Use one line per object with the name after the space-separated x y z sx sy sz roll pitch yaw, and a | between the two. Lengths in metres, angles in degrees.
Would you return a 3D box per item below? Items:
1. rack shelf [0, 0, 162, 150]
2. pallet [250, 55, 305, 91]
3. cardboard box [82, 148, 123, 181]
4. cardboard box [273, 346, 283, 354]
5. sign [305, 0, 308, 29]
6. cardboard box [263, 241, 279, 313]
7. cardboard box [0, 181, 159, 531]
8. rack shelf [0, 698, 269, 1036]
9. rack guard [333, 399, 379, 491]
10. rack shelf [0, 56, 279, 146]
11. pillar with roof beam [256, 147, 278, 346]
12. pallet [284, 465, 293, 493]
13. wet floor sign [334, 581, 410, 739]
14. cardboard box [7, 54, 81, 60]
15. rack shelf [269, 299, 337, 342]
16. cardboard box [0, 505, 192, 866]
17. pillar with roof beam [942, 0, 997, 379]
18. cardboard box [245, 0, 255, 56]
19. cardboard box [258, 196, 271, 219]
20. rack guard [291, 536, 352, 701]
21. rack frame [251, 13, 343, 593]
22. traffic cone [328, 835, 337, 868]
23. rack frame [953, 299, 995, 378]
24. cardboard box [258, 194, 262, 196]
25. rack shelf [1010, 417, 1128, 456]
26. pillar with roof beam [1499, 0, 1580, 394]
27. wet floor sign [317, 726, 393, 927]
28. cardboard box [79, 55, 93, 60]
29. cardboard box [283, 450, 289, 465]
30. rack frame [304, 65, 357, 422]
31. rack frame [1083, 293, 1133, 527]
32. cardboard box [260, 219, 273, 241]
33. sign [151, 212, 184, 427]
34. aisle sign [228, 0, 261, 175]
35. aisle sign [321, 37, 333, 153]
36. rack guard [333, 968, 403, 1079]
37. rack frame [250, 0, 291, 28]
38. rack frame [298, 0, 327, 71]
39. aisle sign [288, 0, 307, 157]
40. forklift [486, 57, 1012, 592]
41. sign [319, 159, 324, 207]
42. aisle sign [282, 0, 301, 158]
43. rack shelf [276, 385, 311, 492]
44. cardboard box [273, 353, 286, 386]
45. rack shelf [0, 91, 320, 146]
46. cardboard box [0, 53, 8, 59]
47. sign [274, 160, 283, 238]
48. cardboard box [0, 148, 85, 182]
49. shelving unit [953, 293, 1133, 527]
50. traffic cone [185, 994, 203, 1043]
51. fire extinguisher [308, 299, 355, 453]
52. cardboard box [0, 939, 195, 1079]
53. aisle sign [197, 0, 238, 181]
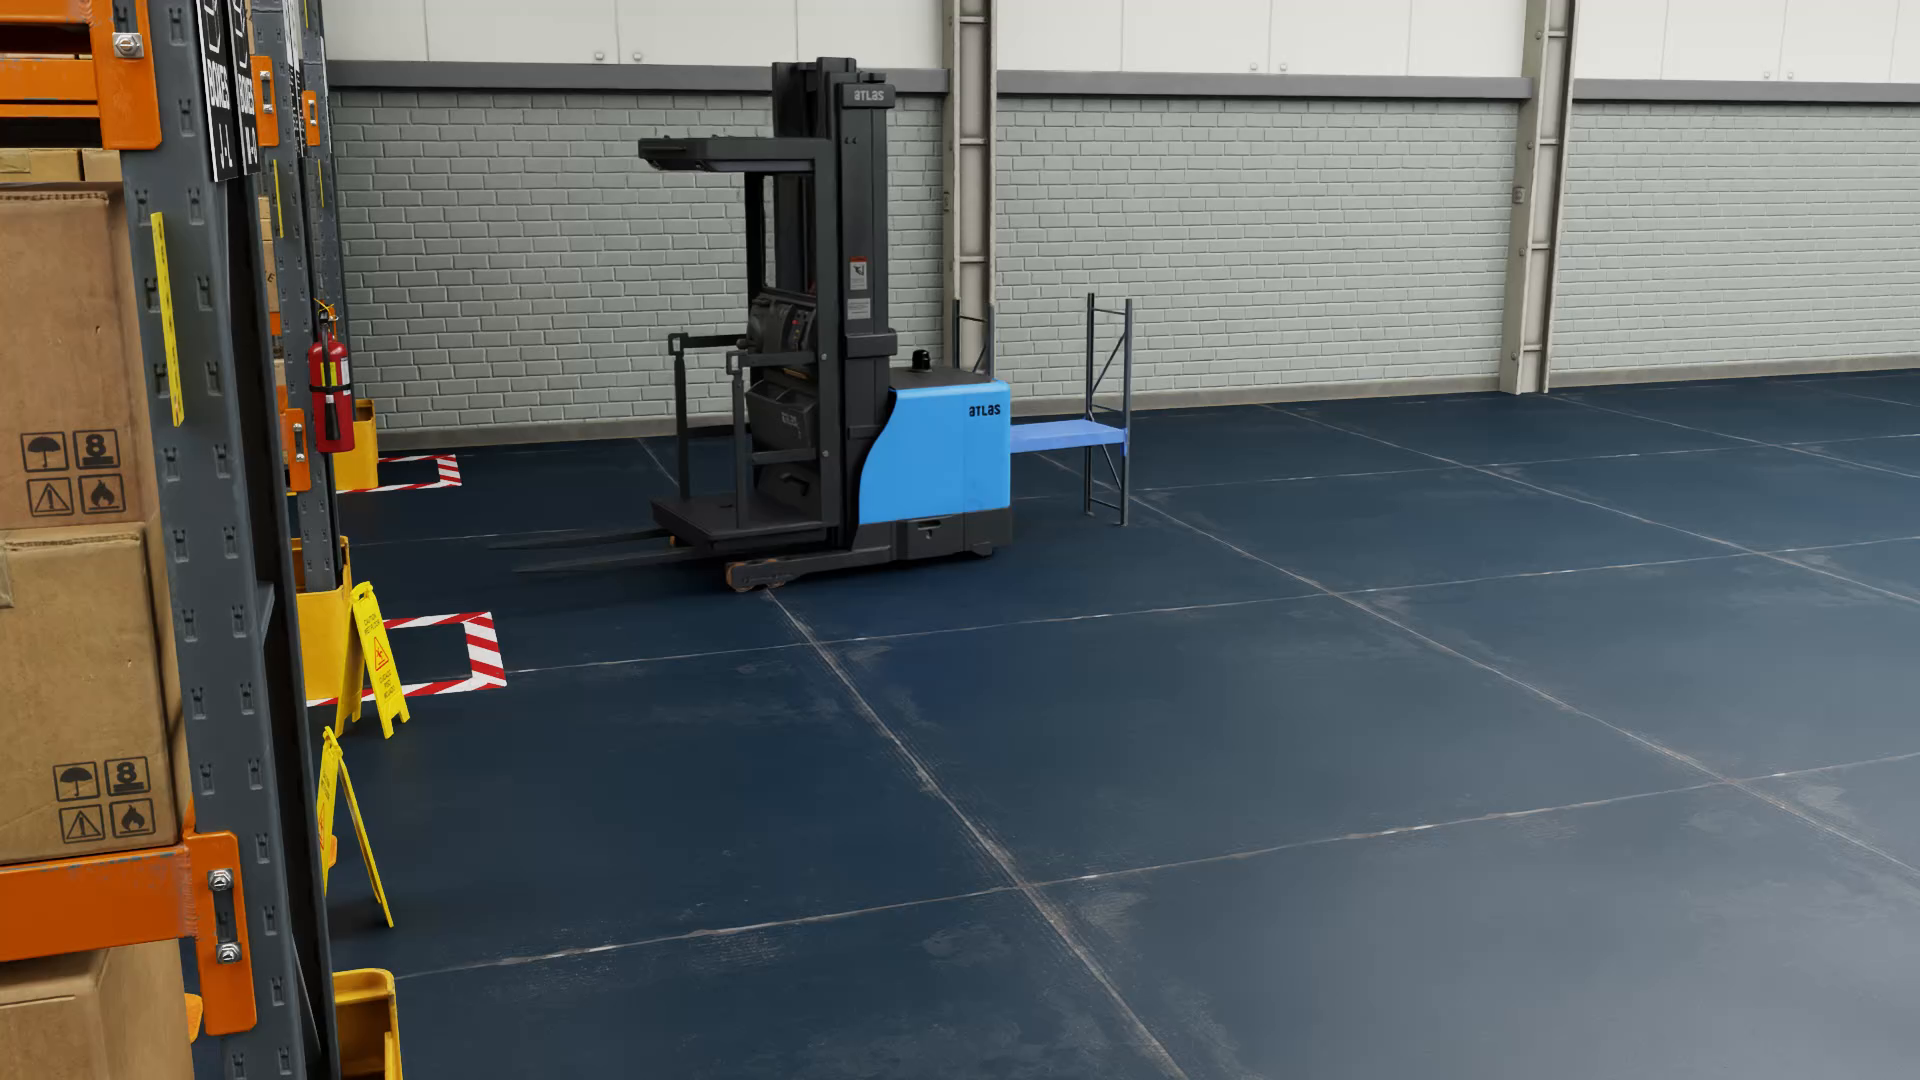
-3.290 -0.747 2.374 4.000 0.370 1.077 -4 14 -18 | rack shelf
-5.334 -3.322 11.834 1.213 0.211 1.003 -4 14 -18 | pallet
-3.483 -1.458 7.270 0.500 0.500 0.700 -5 14 -19 | cardboard box
-5.171 -1.311 12.546 0.500 0.250 0.500 -5 14 -19 | cardboard box
-4.496 -3.683 11.422 0.005 0.325 0.100 -4 14 -18 | sign
-5.038 -1.907 11.960 0.500 0.500 0.500 -5 14 -19 | cardboard box
-1.758 -0.365 3.037 0.550 0.550 0.875 -4 14 -18 | cardboard box
-3.290 0.712 2.721 4.000 0.370 1.077 -4 14 -18 | rack shelf
-4.633 -0.738 12.664 0.348 0.500 1.175 -4 14 -18 | rack guard
-4.964 -1.825 6.907 4.000 0.370 1.077 -4 14 -18 | rack shelf
-4.230 -4.073 8.318 0.400 9.000 9.100 -4 14 -18 | pillar with roof beam
-5.367 -0.530 12.414 1.213 0.211 1.003 -4 14 -18 | pallet
-2.547 0.502 7.136 0.232 0.644 0.267 0 13 1 | wet floor sign
-3.806 -2.075 6.946 0.250 0.149 0.380 -4 14 -16 | cardboard box
-6.551 -1.454 11.830 4.000 0.370 1.077 -4 14 -18 | rack shelf
-1.732 0.179 3.084 0.550 0.550 0.875 -4 14 -18 | cardboard box
1.457 -4.515 10.180 0.400 9.000 9.100 -4 14 -18 | pillar with roof beam
-4.997 -3.627 11.586 0.500 0.500 0.500 -4 14 -16 | cardboard box
-4.928 -2.388 11.940 0.250 0.149 0.380 -4 14 -18 | cardboard box
-3.141 0.358 8.057 0.348 0.500 1.175 -4 14 -18 | rack guard
-3.069 -0.864 7.791 0.127 3.000 1.000 -4 14 -18 | rack frame
-2.389 0.904 5.844 0.334 0.463 0.336 -4 14 -18 | traffic cone
0.083 -0.759 10.595 0.032 1.500 0.500 -7 15 -27 | rack frame
-5.314 -2.477 12.314 0.250 0.149 0.380 -4 14 -16 | cardboard box
0.532 -0.640 10.869 1.000 0.185 0.538 -7 15 -27 | rack shelf
7.144 -4.958 12.042 0.400 9.000 9.100 -4 14 -18 | pillar with roof beam
-1.998 0.924 5.366 0.232 0.644 0.267 -7 15 -28 | wet floor sign
-3.543 -2.087 6.997 0.250 0.149 0.380 -4 14 -18 | cardboard box
-5.000 -0.715 12.199 0.500 0.250 0.500 -4 14 -18 | cardboard box
-4.655 -1.952 12.367 0.127 3.000 1.000 -4 14 -18 | rack frame
0.981 -0.870 11.060 0.032 1.500 0.500 -7 15 -27 | rack frame
-4.895 -2.229 11.914 0.250 0.149 0.380 -4 14 -17 | cardboard box
-1.234 -0.344 2.592 0.005 0.325 0.100 -4 14 -18 | sign
-1.423 -1.121 3.256 0.004 0.787 0.394 -4 14 -18 | aisle sign
-4.500 -3.157 11.816 0.004 0.787 0.394 -4 14 -18 | aisle sign
-1.372 1.429 3.555 0.348 0.500 1.175 -4 14 -18 | rack guard
-3.069 -3.782 7.097 0.127 3.000 1.000 -4 14 -18 | rack frame
-4.655 -4.871 11.673 0.127 3.000 1.000 -4 14 -18 | rack frame
-3.109 -2.201 7.795 0.004 0.787 0.394 -4 14 -18 | aisle sign
-1.224 -1.270 9.648 3.031 2.935 1.130 -7 15 -27 | forklift
-4.496 -2.510 11.701 0.005 0.325 0.100 -4 14 -18 | sign
-2.918 -2.069 7.242 0.004 0.787 0.394 -4 14 -18 | aisle sign
-4.964 -0.366 7.254 4.000 0.370 1.077 -4 14 -18 | rack shelf
-4.992 -1.203 12.090 0.500 0.250 0.500 -4 14 -16 | cardboard box
-6.551 -2.914 11.482 4.000 0.370 1.077 -4 14 -18 | rack shelf
-4.067 -2.071 6.929 0.250 0.149 0.380 -4 14 -18 | cardboard box
-2.911 -1.457 7.103 0.005 0.325 0.100 -4 14 -18 | sign
-3.965 -1.422 7.120 0.500 0.500 0.700 -4 14 -18 | cardboard box
0.532 -0.815 10.827 1.048 1.500 0.538 -7 15 -27 | shelving unit
-2.351 1.177 4.697 0.334 0.463 0.336 -4 14 -18 | traffic cone
-2.813 -0.733 7.411 0.183 0.674 0.296 -4 14 -18 | fire extinguisher
-2.016 1.109 3.184 0.875 0.875 0.875 -4 14 -18 | cardboard box
-1.231 -0.990 2.703 0.004 0.787 0.394 -4 14 -18 | aisle sign
